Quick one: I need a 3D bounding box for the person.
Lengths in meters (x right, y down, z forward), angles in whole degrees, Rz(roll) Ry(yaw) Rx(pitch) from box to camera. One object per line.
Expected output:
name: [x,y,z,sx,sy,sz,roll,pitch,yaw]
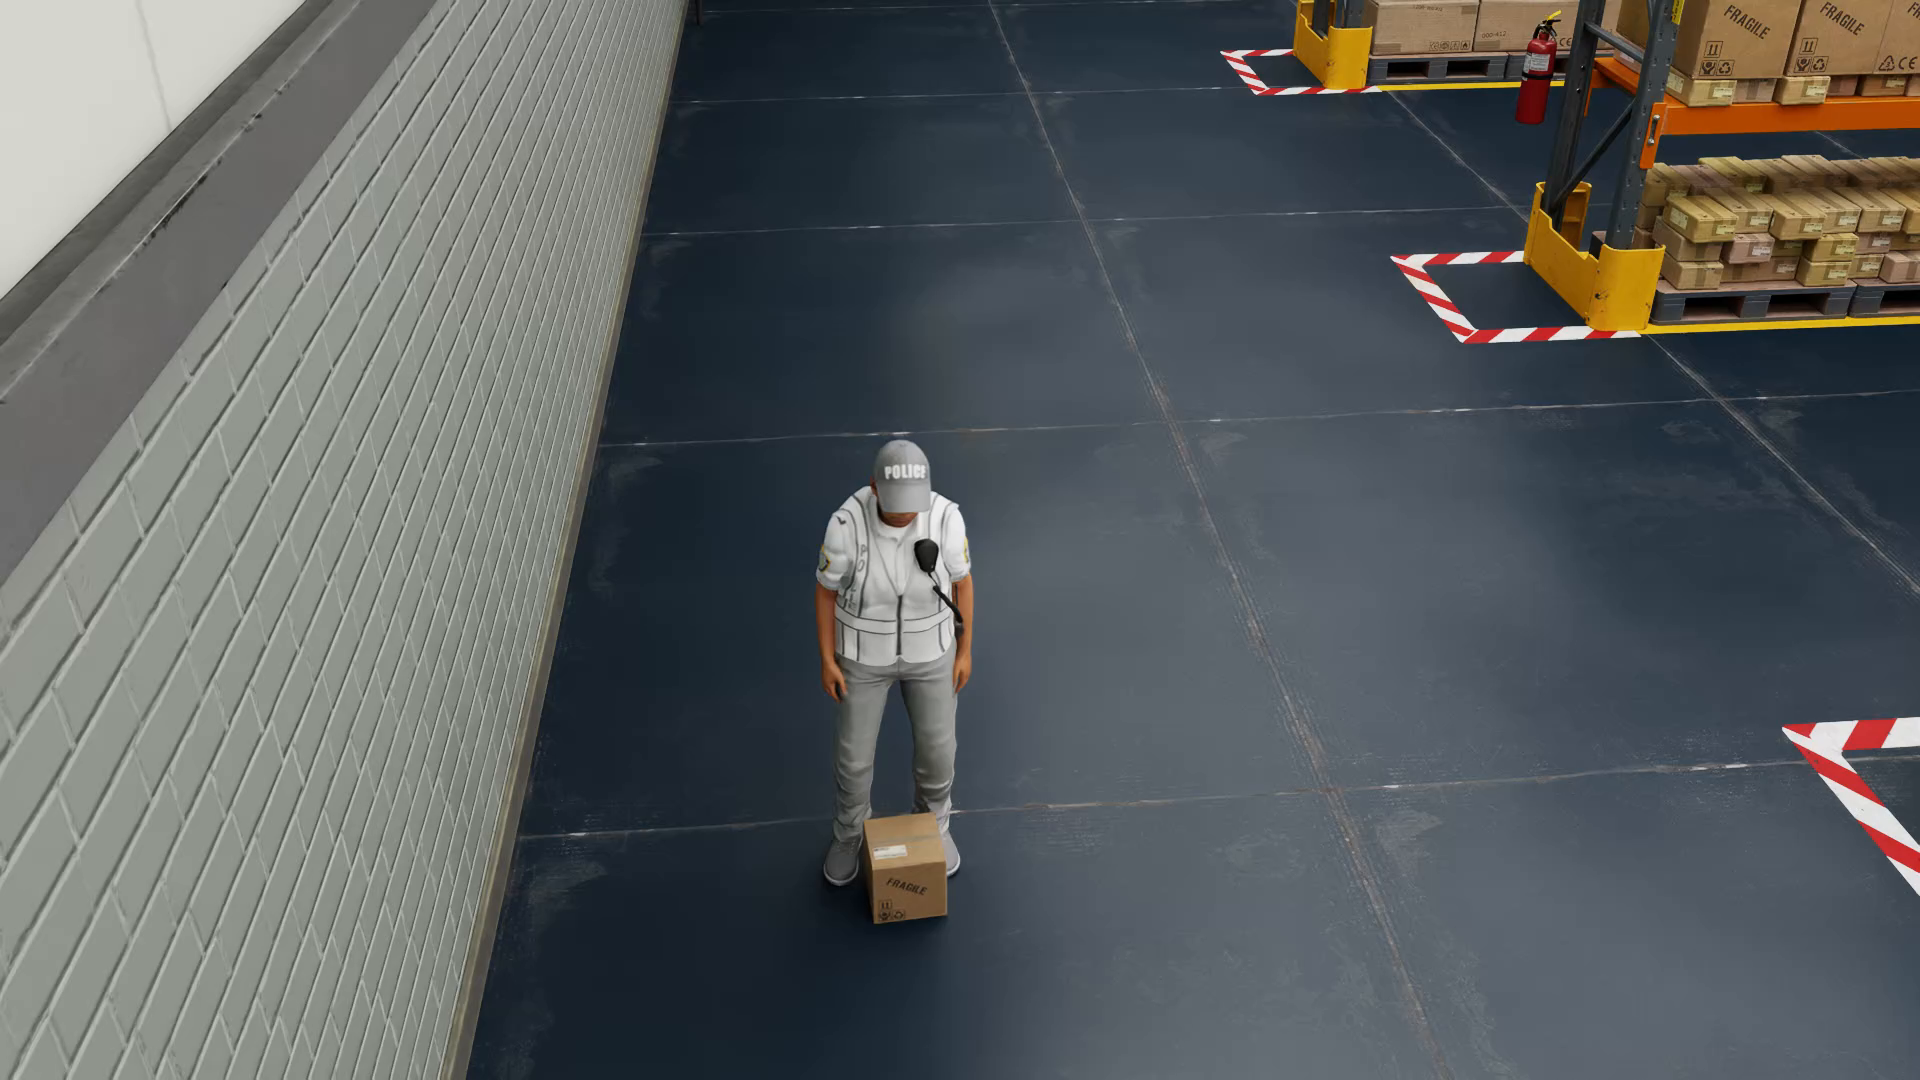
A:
person: [-0.217,0.398,5.474,0.543,1.665,0.456,-4,32,-6]
